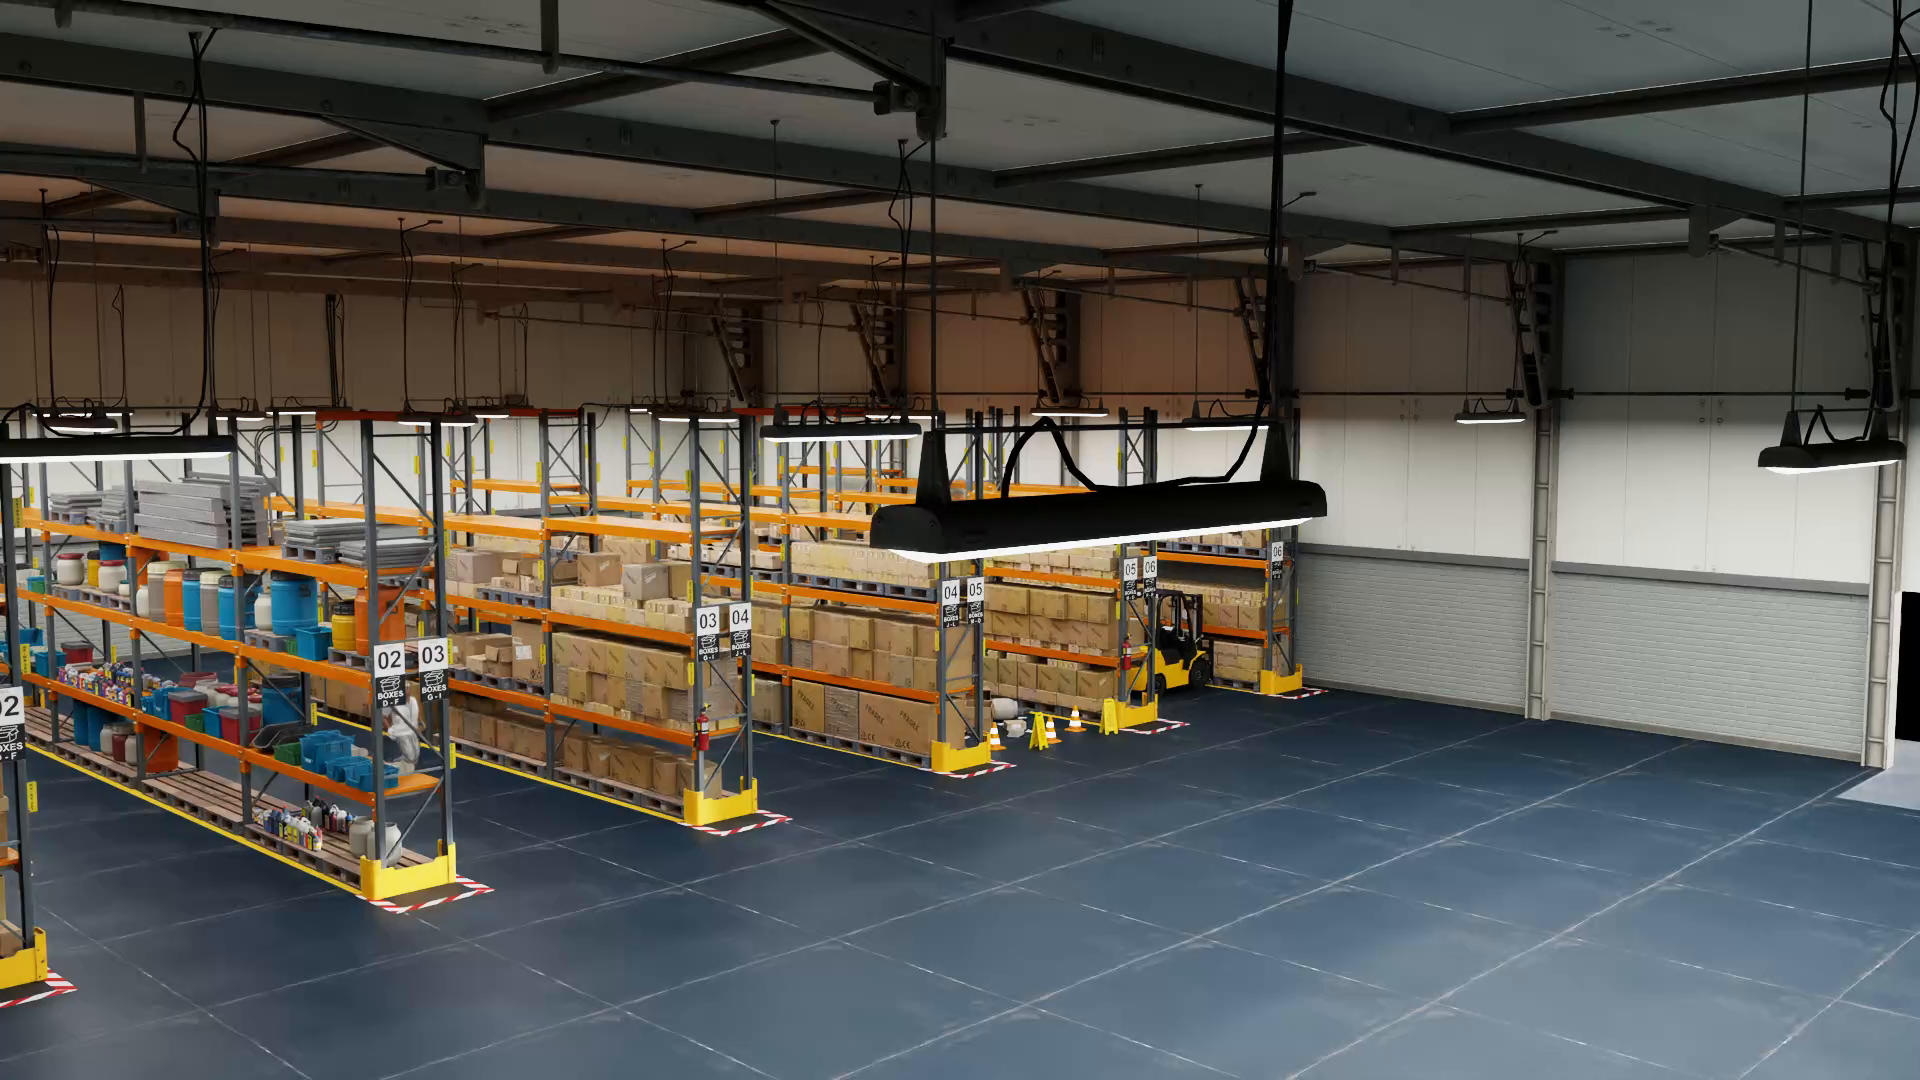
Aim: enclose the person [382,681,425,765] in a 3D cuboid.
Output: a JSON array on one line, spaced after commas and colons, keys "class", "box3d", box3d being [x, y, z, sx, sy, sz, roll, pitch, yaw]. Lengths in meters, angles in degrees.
[{"class": "person", "box3d": [-8.855, 3.108, 26.608, 0.592, 1.734, 0.683, 3, 6, 31]}]
